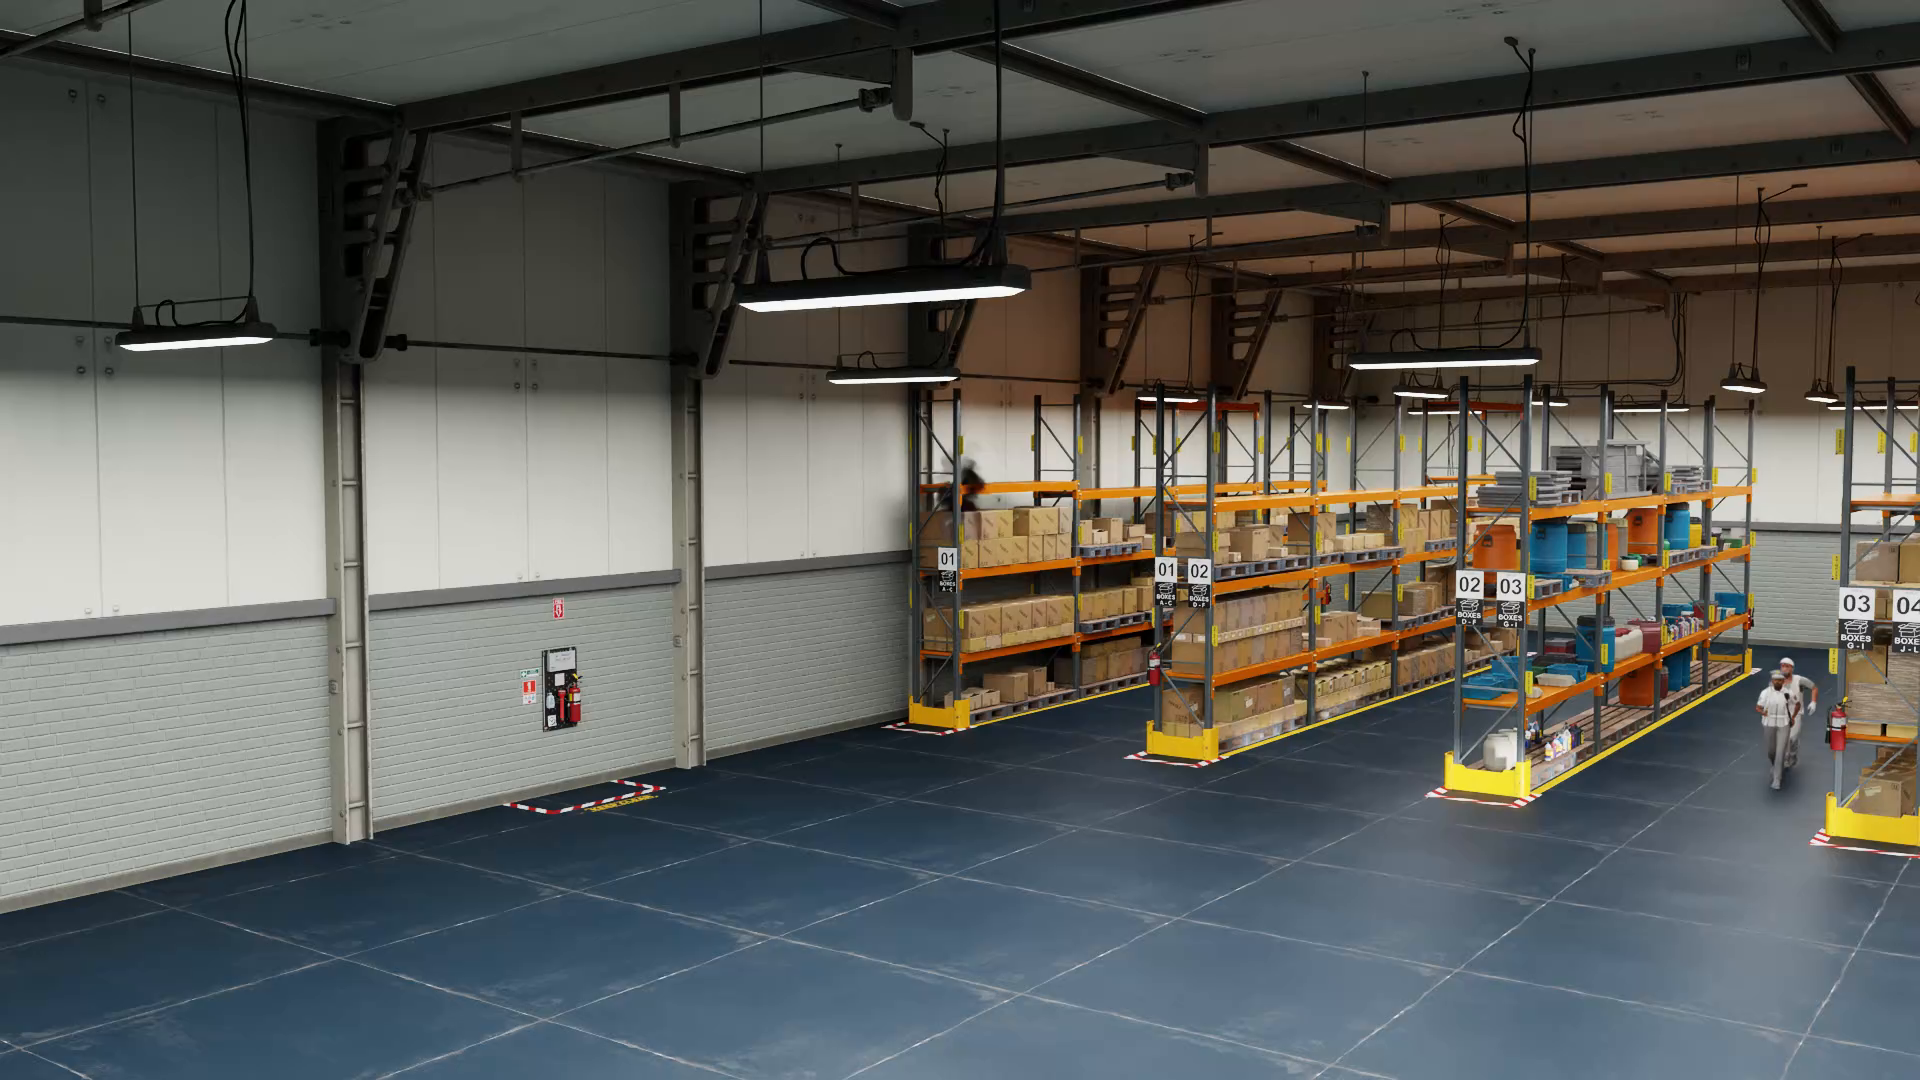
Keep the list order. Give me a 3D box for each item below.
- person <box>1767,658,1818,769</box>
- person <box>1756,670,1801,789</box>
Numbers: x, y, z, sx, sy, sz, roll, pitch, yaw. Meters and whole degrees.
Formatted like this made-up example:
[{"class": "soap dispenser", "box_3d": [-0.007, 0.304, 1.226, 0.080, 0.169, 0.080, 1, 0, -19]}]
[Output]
[{"class": "person", "box_3d": [12.667, 2.669, 25.399, 0.687, 1.730, 0.748, 3, 4, 39]}, {"class": "person", "box_3d": [12.042, 2.755, 24.503, 0.582, 1.692, 0.920, 2, 4, 31]}]
